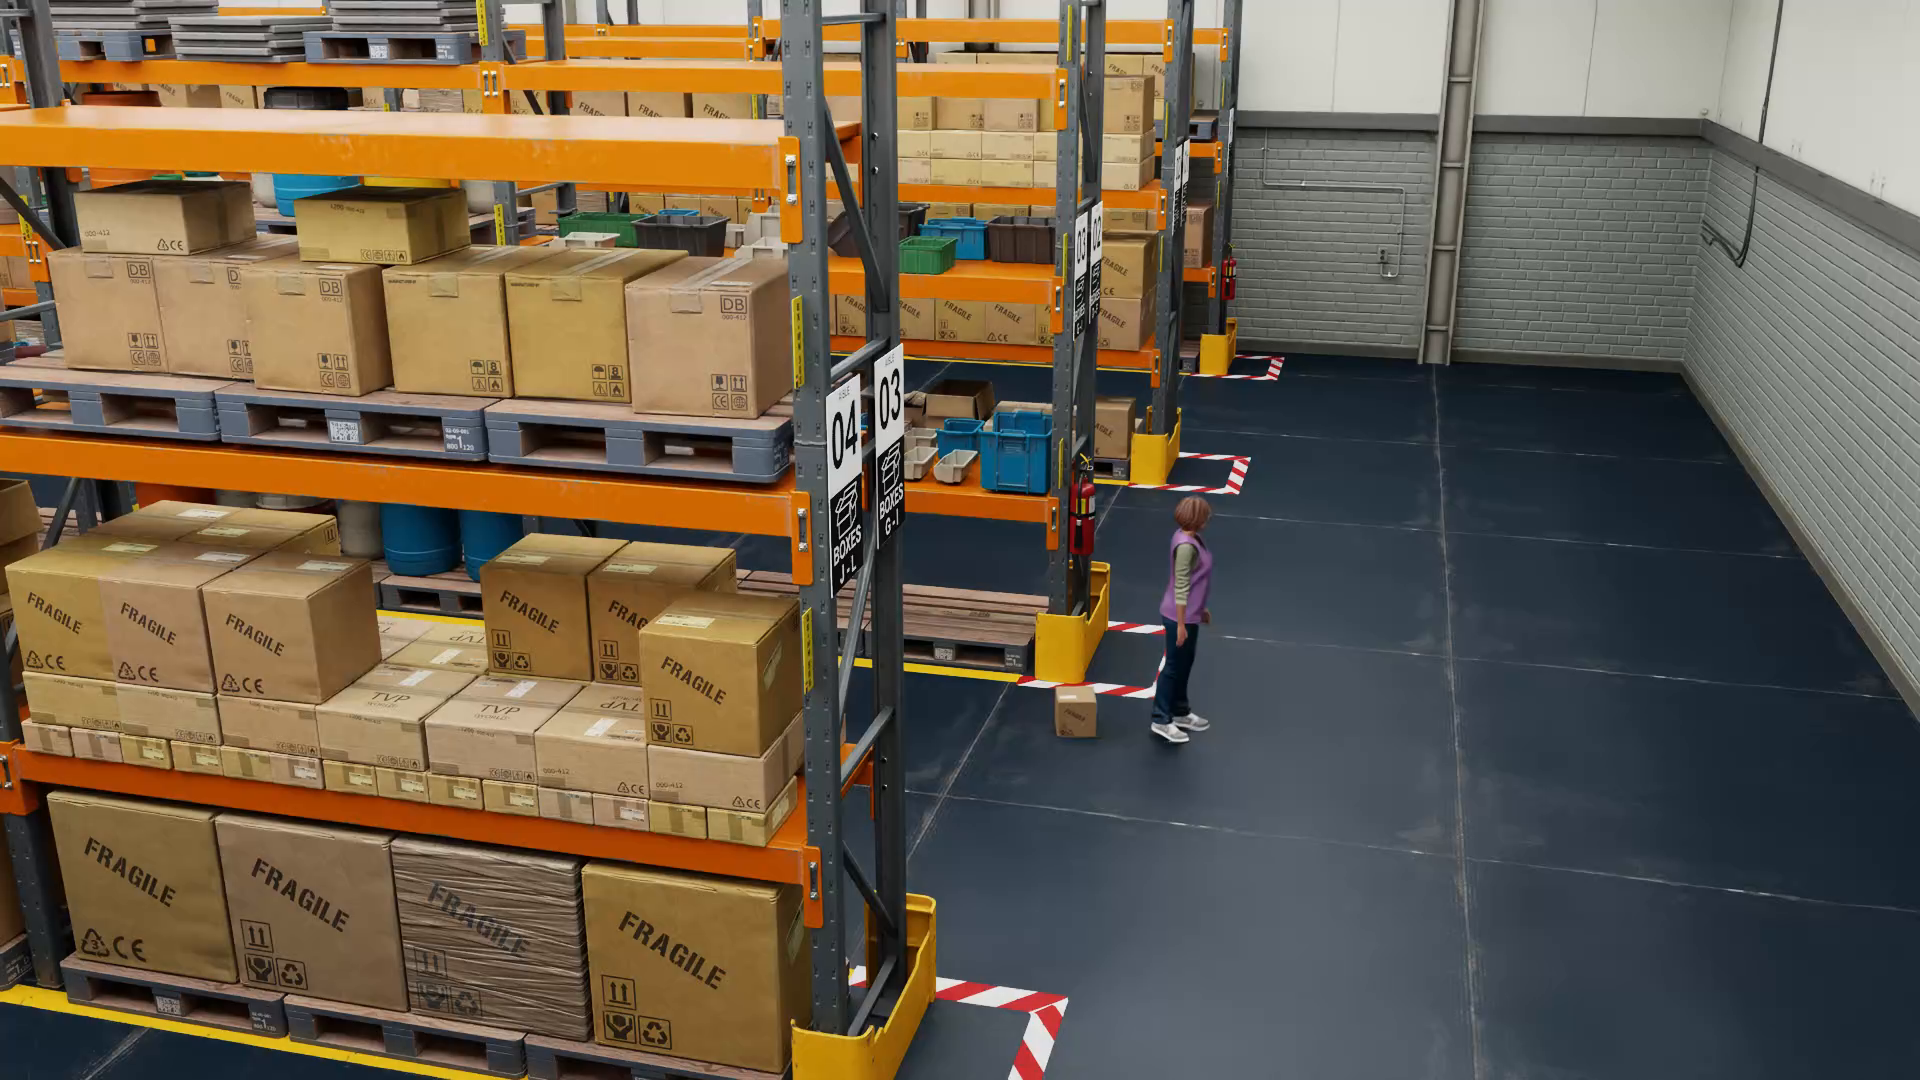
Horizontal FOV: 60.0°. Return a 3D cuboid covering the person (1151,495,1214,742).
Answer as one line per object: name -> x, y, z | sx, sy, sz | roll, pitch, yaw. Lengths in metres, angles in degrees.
person -> 1.424, 0.494, 10.571 | 0.369, 1.613, 0.429 | 5, 19, 15
